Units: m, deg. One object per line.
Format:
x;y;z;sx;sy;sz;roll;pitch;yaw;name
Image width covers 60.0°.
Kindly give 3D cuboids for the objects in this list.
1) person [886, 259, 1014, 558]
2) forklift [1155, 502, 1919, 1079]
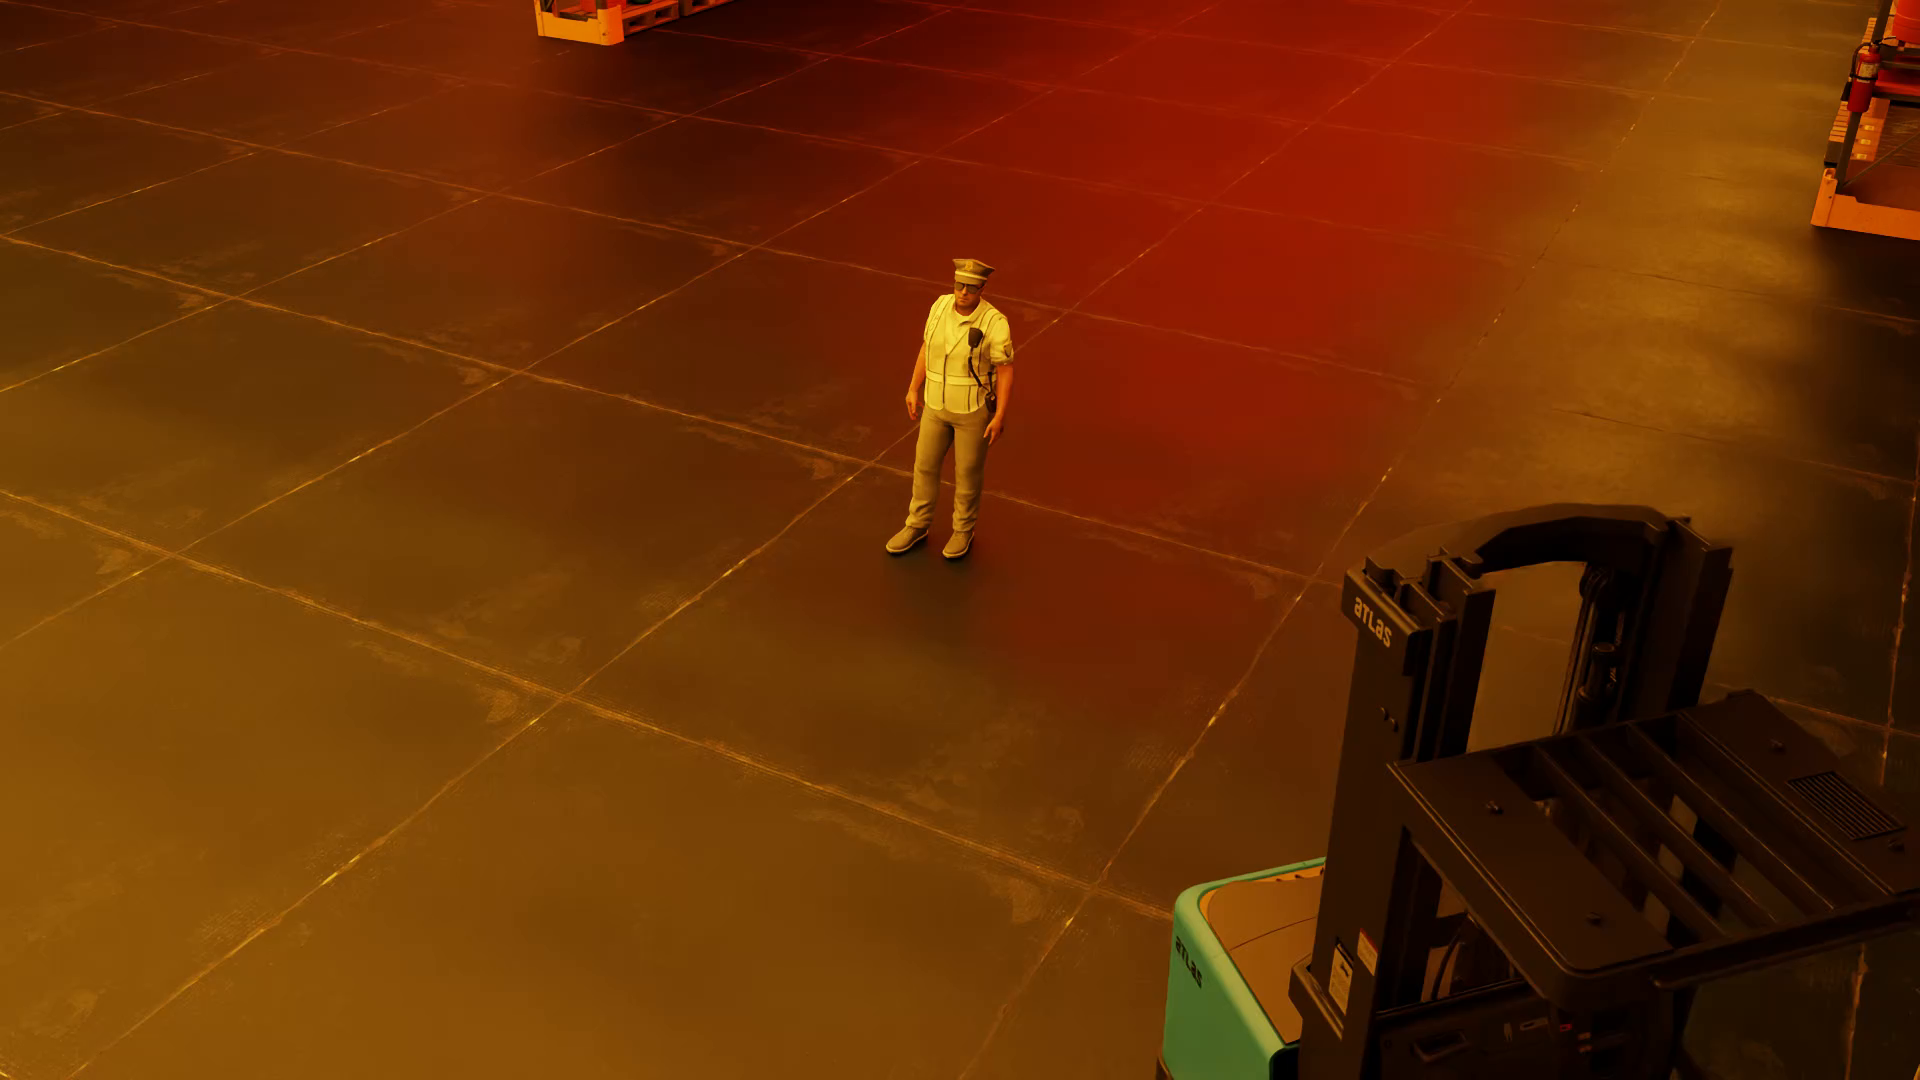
-0.048;-0.747;9.499;0.641;1.780;0.573;15;33;25;person
1.651;1.501;4.470;1.130;2.935;3.031;-9;31;-15;forklift
